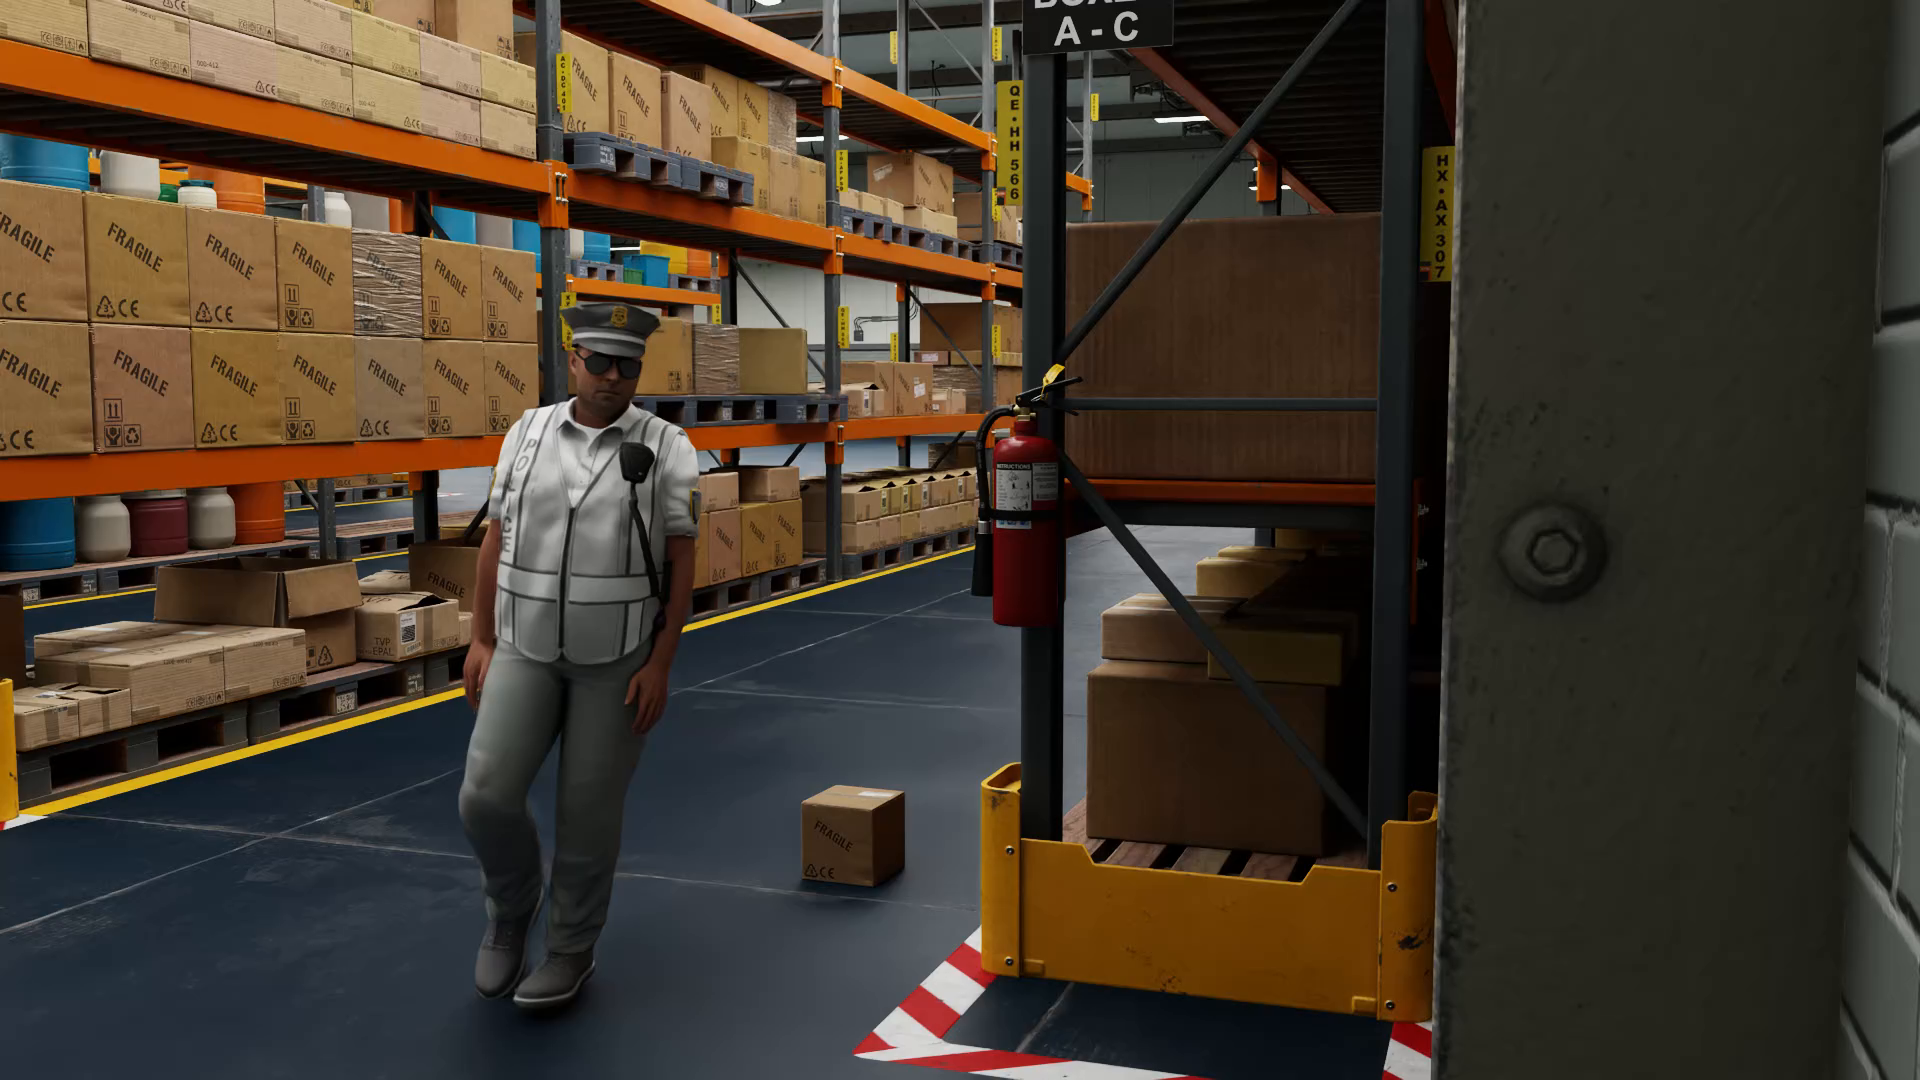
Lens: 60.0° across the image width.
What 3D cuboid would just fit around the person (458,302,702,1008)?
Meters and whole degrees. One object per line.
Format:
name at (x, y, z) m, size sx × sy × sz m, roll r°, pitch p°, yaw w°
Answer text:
person at (-0.959, 0.301, 4.126) m, size 0.619 × 1.764 × 0.461 m, roll 0°, pitch 5°, yaw 2°
